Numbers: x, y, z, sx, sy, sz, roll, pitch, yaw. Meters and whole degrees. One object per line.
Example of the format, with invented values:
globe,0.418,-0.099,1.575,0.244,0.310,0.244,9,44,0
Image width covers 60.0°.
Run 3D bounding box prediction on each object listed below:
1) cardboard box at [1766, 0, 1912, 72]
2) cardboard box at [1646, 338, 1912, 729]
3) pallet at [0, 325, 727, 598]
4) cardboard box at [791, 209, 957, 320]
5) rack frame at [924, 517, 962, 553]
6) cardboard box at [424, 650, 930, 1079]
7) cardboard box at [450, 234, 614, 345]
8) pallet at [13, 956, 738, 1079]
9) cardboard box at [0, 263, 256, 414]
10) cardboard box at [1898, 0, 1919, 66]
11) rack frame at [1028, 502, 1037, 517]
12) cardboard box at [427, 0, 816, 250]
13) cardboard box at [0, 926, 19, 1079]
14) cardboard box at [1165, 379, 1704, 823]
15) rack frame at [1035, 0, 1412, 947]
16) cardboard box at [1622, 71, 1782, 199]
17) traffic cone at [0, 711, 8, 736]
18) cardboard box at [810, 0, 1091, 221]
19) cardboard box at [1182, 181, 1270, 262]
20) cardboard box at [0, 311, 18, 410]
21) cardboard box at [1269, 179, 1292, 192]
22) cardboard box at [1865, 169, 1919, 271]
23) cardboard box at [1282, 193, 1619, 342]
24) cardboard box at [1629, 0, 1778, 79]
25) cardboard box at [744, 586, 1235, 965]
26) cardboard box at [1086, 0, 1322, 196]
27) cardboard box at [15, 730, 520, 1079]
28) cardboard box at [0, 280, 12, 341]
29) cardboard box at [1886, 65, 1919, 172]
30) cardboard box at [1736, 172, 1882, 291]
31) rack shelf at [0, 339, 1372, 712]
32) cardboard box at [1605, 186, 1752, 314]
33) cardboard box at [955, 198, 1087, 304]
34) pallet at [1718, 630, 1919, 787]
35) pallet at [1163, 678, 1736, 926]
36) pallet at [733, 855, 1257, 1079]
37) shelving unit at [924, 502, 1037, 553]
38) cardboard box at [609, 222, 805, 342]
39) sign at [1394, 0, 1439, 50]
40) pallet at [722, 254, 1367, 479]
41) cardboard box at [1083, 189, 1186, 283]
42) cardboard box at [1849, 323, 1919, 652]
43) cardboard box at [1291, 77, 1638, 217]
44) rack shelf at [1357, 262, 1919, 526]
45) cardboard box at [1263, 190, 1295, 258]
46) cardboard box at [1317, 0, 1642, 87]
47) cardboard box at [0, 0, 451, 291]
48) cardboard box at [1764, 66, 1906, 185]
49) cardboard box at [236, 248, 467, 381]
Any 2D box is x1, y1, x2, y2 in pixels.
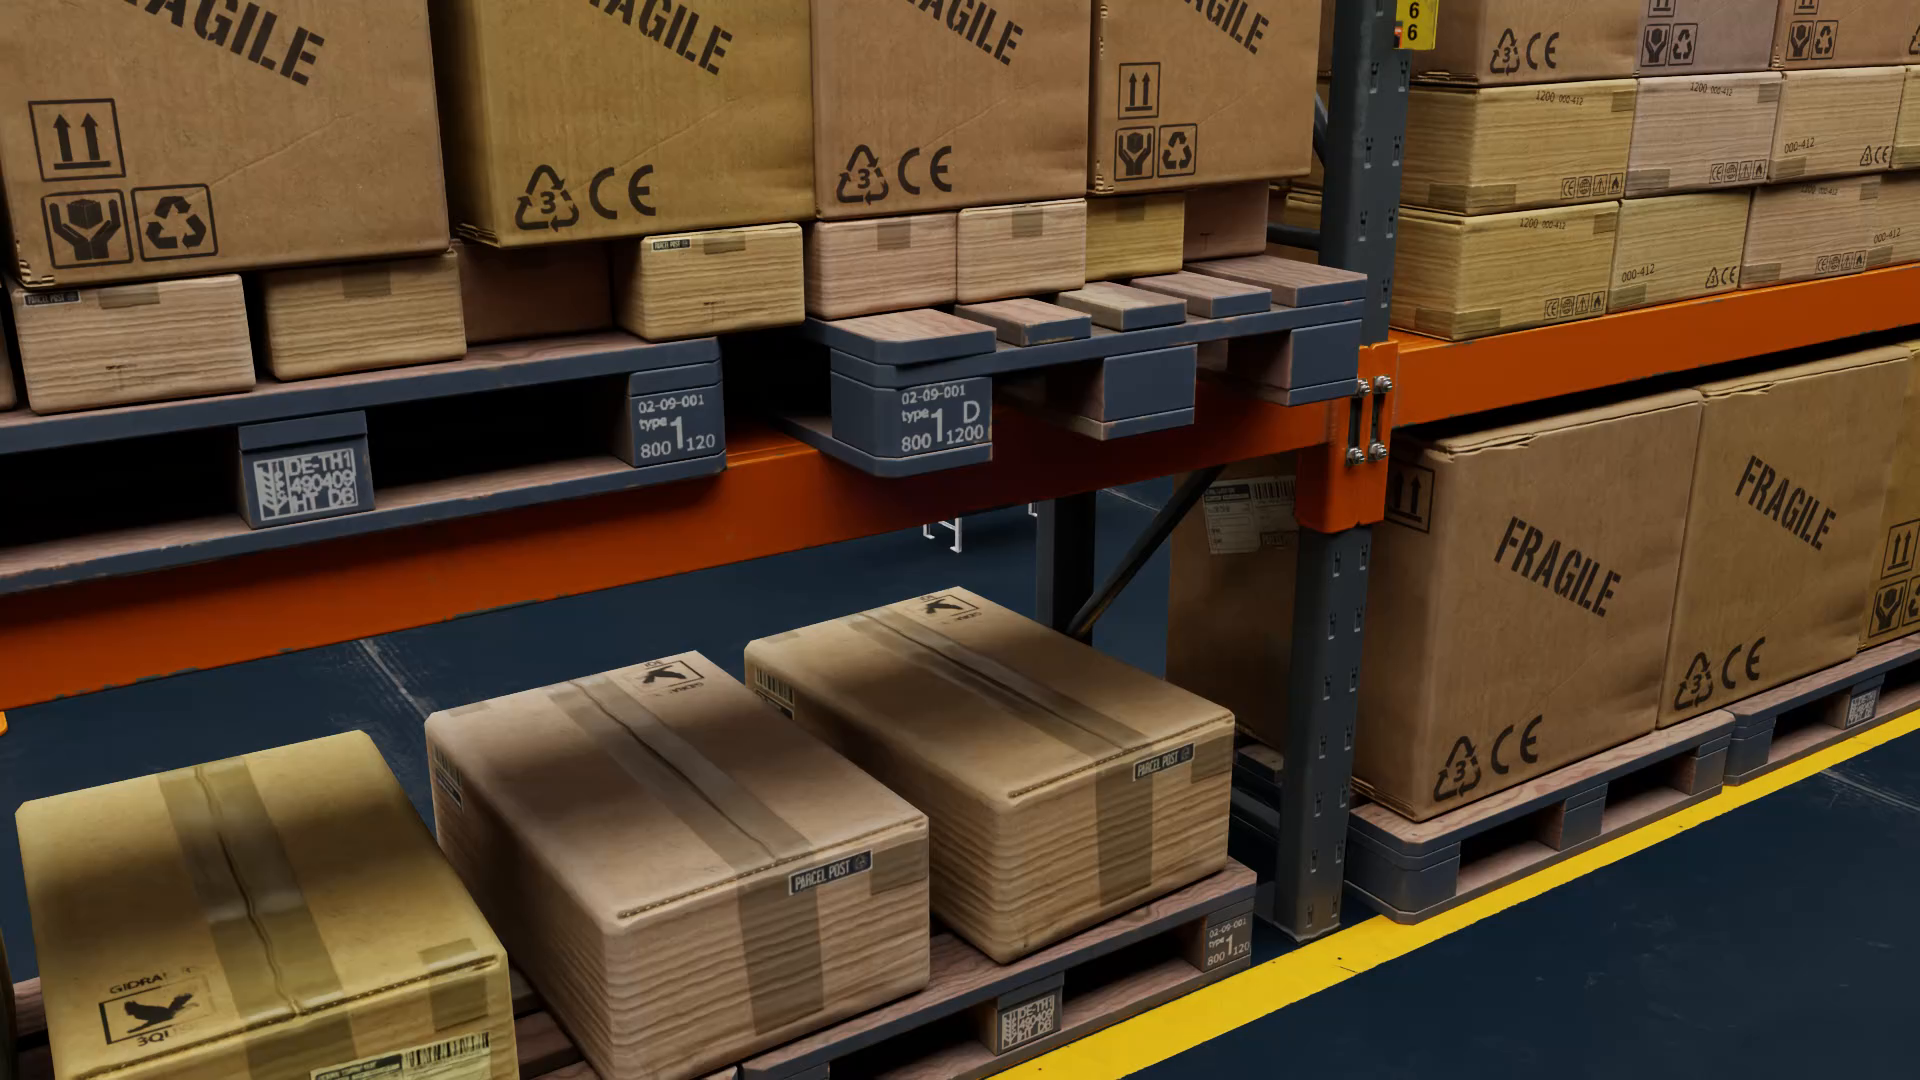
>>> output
cardboard box,1.912,-1.398,3.980,0.500,0.500,0.500,-11,22,-30
cardboard box,1.886,-0.127,4.598,0.875,0.875,0.875,-12,22,-31
pallet,-1.115,-0.228,2.536,1.213,0.211,1.003,-12,22,-31
cardboard box,-0.213,-0.473,2.697,0.250,0.149,0.380,-13,23,-34
rack frame,-0.066,-0.555,6.012,0.015,1.200,0.240,-12,22,-31
cardboard box,-0.573,0.596,3.246,0.625,0.372,0.950,-12,22,-32
cardboard box,-0.714,-0.410,2.511,0.250,0.149,0.380,-12,22,-31
pallet,-1.155,0.993,2.978,1.213,0.211,1.003,-12,22,-31
cardboard box,-1.085,-0.289,2.153,0.250,0.149,0.380,-11,22,-29
cardboard box,2.335,-1.486,4.240,0.500,0.500,0.500,-12,22,-31
rack frame,0.342,-0.641,6.266,0.015,1.200,0.240,-12,22,-31
cardboard box,-0.557,-0.729,2.440,0.500,0.500,0.500,-14,23,-35
cardboard box,-1.789,0.851,2.492,0.625,0.372,0.950,-10,21,-28
cardboard box,1.139,0.029,4.137,0.875,0.875,0.875,-12,22,-32
rack frame,0.516,-0.679,3.569,0.127,3.000,1.000,-12,22,-31
cardboard box,1.507,-0.959,3.850,0.500,0.250,0.500,-11,22,-30
traffic cone,-2.867,0.316,4.588,0.334,0.463,0.336,-12,22,-31
cardboard box,-0.136,-0.818,2.704,0.500,0.500,0.500,-12,22,-32
cardboard box,0.372,-0.638,3.185,0.250,0.149,0.380,-11,22,-29
cardboard box,-1.336,-0.256,2.056,0.250,0.149,0.380,-12,22,-31
cardboard box,0.781,-0.998,3.967,0.500,0.250,0.500,-12,22,-32
cardboard box,2.334,-0.901,4.460,0.500,0.250,0.500,-12,22,-31
cardboard box,1.063,-0.627,3.649,0.500,0.250,0.500,-12,22,-32
cardboard box,1.471,-1.311,3.723,0.500,0.500,0.500,-12,22,-31
cardboard box,0.039,0.464,3.637,0.625,0.372,0.950,-14,23,-35
cardboard box,0.289,-0.912,2.982,0.500,0.500,0.500,-13,22,-33
cardboard box,-1.210,0.728,2.855,0.625,0.372,0.950,-11,22,-30
cardboard box,-1.410,-0.414,2.521,0.250,0.149,0.380,-13,23,-33
cardboard box,2.361,-1.129,4.354,0.500,0.250,0.500,-11,22,-30
cardboard box,1.924,-0.813,4.200,0.500,0.250,0.500,-11,22,-30
rack shelf,-1.154,0.014,2.643,4.000,0.370,1.077,-12,22,-31
cardboard box,1.482,-0.722,3.931,0.500,0.250,0.500,-13,22,-33
cardboard box,0.002,-0.515,2.822,0.250,0.149,0.380,-12,22,-32
pallet,2.234,0.310,4.999,1.213,0.211,1.003,-12,22,-31
pallet,1.216,0.523,4.367,1.213,0.211,1.003,-12,22,-31
pallet,-0.137,0.779,3.610,1.213,0.211,1.003,-12,22,-31
shelving unit,0.138,-0.598,6.139,0.503,1.200,0.258,-12,22,-31
cardboard box,-0.435,-0.421,2.543,0.250,0.149,0.380,-11,22,-30
sign,0.822,-1.046,2.972,0.005,0.325,0.100,-12,22,-31
pallet,-0.021,-0.434,3.145,1.003,0.211,1.213,-12,22,-31
cardboard box,0.188,-0.572,2.989,0.250,0.149,0.380,-12,22,-31
cardboard box,2.633,-0.284,5.063,0.875,0.875,0.875,-11,22,-30
cardboard box,1.075,-0.868,3.582,0.500,0.250,0.500,-12,22,-32
rack shelf,2.186,-0.690,4.727,4.000,0.370,1.077,-12,22,-31
cardboard box,0.796,-0.766,4.062,0.500,0.250,0.500,-13,23,-33
cardboard box,1.062,-1.221,3.457,0.500,0.500,0.500,-13,22,-33
cardboard box,-1.014,-0.633,2.156,0.500,0.500,0.500,-13,23,-34
cardboard box,1.930,-1.043,4.100,0.500,0.250,0.500,-12,22,-32
cardboard box,-0.879,-0.344,2.316,0.250,0.149,0.380,-13,22,-33
